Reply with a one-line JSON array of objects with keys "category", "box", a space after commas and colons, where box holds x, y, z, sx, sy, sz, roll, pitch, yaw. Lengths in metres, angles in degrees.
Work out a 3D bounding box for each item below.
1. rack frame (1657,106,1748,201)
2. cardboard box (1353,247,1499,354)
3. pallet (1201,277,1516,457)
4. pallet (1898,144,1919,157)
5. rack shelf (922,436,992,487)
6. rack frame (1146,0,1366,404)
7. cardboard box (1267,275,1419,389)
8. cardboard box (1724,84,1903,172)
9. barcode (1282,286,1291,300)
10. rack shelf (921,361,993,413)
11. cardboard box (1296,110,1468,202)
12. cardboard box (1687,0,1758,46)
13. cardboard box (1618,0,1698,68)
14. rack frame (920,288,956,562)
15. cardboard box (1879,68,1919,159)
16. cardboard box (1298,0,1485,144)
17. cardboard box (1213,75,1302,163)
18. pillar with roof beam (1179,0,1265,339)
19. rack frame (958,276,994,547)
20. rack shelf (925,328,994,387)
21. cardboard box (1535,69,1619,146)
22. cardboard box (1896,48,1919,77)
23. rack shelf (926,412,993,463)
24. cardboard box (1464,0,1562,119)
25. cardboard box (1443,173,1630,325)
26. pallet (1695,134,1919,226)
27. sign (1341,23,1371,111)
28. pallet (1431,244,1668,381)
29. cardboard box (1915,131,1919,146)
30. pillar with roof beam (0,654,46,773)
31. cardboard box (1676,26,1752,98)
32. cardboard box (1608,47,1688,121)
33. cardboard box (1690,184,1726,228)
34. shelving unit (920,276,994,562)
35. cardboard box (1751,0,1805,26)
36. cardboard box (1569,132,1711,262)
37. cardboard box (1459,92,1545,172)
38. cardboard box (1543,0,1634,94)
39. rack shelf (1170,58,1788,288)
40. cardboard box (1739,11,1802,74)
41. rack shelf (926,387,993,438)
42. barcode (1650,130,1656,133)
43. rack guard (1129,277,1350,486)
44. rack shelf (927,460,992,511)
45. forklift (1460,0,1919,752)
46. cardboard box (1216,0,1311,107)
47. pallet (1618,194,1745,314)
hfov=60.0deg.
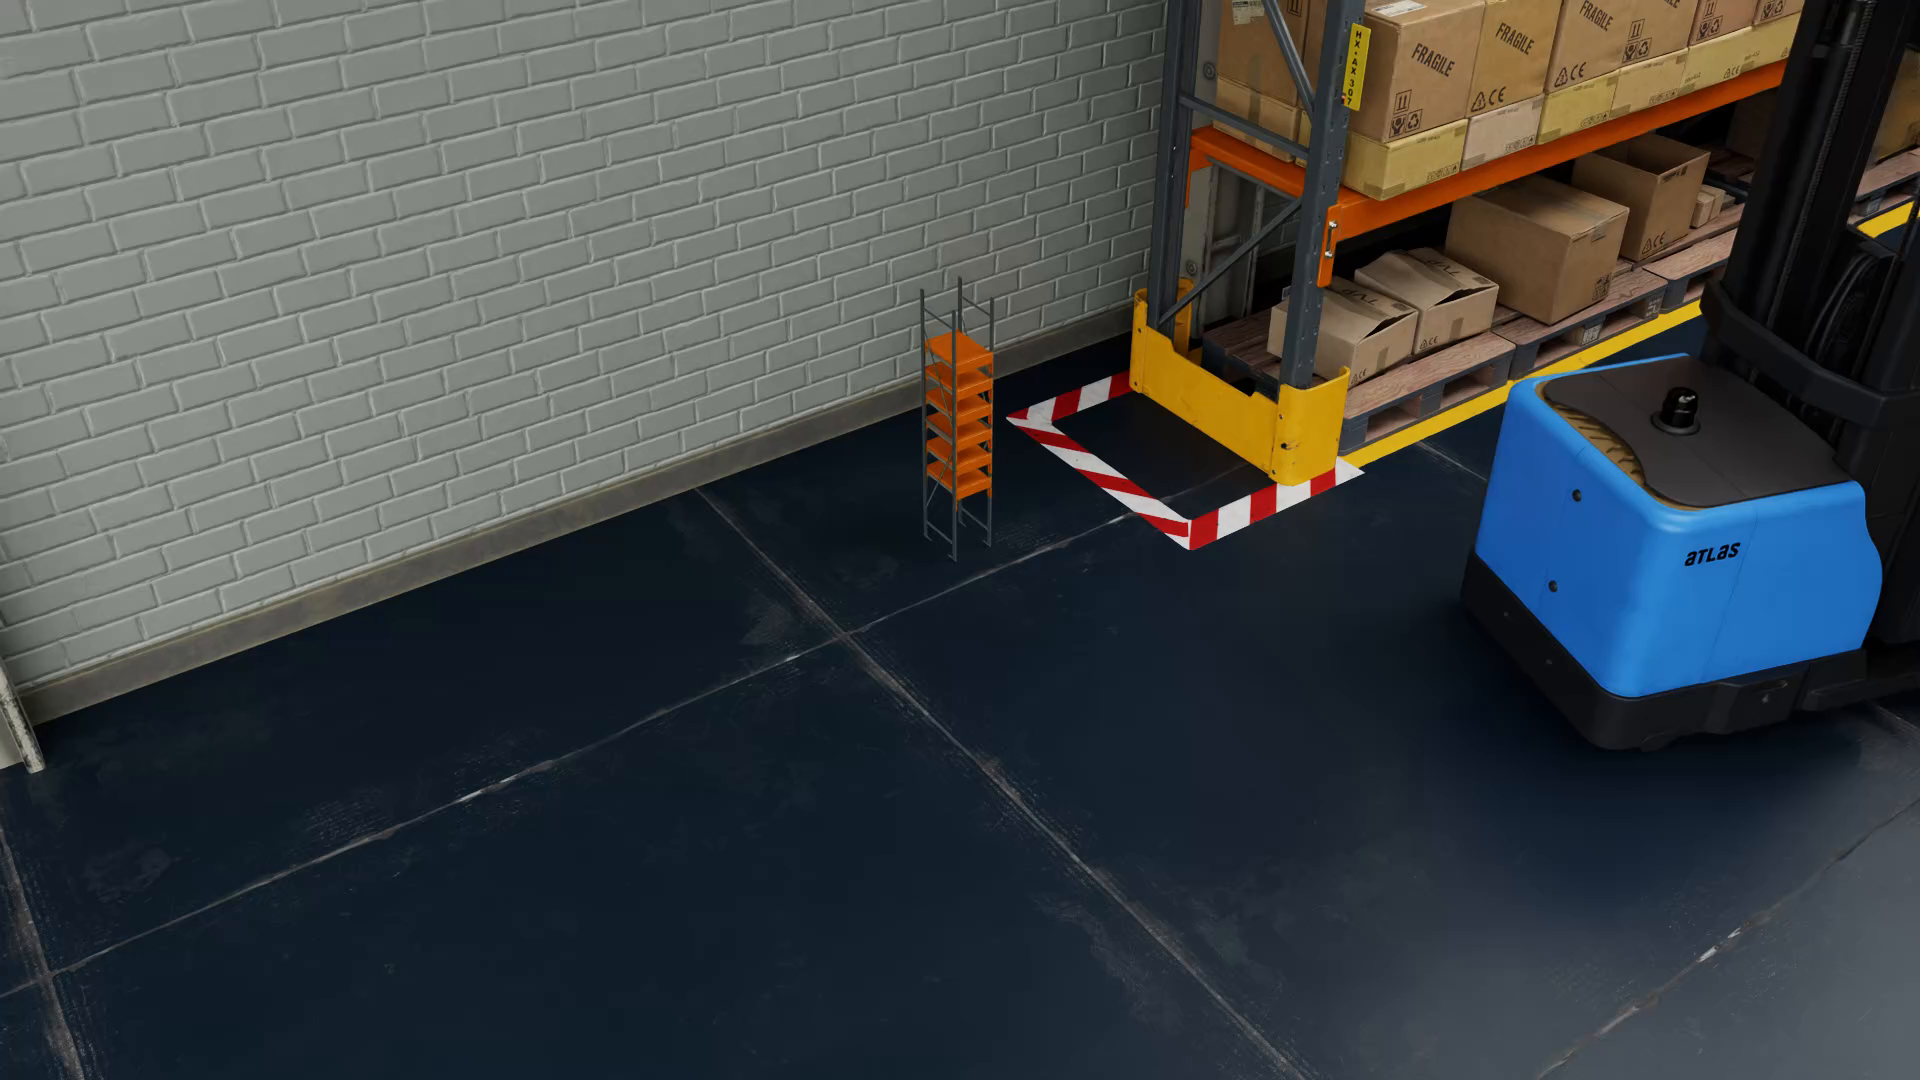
[{"category": "rack frame", "box": [4.504, -3.106, 8.999, 0.127, 3.000, 1.000, -22, 41, -28]}, {"category": "cardboard box", "box": [2.318, -1.229, 8.315, 0.500, 0.311, 0.500, -19, 40, -24]}, {"category": "pallet", "box": [1.981, -0.910, 8.334, 1.213, 0.211, 1.003, -22, 41, -28]}, {"category": "pallet", "box": [6.138, -2.649, 10.752, 1.213, 0.211, 1.003, -22, 41, -28]}, {"category": "rack shelf", "box": [-0.012, -0.349, 6.989, 0.180, 0.103, 0.258, -22, 41, -28]}, {"category": "rack frame", "box": [1.235, -1.760, 7.128, 0.127, 3.000, 1.000, -22, 41, -28]}, {"category": "cardboard box", "box": [1.852, -1.037, 8.049, 0.500, 0.311, 0.500, -28, 44, -33]}, {"category": "cardboard box", "box": [5.097, -2.525, 9.956, 0.500, 0.500, 0.700, -21, 41, -26]}, {"category": "barcode", "box": [1.637, -1.238, 8.320, 0.075, 0.075, 0.001, -22, 41, -28]}, {"category": "rack shelf", "box": [-0.012, -0.641, 6.779, 0.180, 0.103, 0.258, -22, 41, -28]}, {"category": "cardboard box", "box": [1.817, -1.720, 7.184, 0.500, 0.250, 0.500, -24, 42, -29]}, {"category": "cardboard box", "box": [3.474, -2.716, 7.926, 0.500, 0.500, 0.500, -24, 42, -29]}, {"category": "cardboard box", "box": [3.049, -2.540, 7.682, 0.500, 0.500, 0.500, -21, 41, -27]}, {"category": "rack frame", "box": [-0.087, -0.451, 6.850, 0.006, 1.200, 0.240, -22, 41, -28]}, {"category": "cardboard box", "box": [5.490, -2.723, 10.231, 0.500, 0.500, 0.700, -23, 42, -29]}, {"category": "cardboard box", "box": [1.798, -2.029, 6.971, 0.500, 0.500, 0.500, -22, 41, -28]}, {"category": "cardboard box", "box": [1.505, -1.957, 7.513, 0.500, 0.250, 0.500, -22, 41, -27]}, {"category": "pillar with roof beam", "box": [3.789, -2.789, 3.421, 0.400, 9.000, 9.100, -22, 41, -28]}, {"category": "rack frame", "box": [0.063, -0.513, 6.936, 0.006, 1.200, 0.240, -22, 41, -28]}, {"category": "rack shelf", "box": [-0.012, -0.738, 6.709, 0.180, 0.103, 0.258, -22, 41, -28]}, {"category": "cardboard box", "box": [2.653, -2.070, 7.670, 0.500, 0.250, 0.500, -23, 42, -29]}, {"category": "cardboard box", "box": [5.455, -2.979, 9.945, 0.500, 0.250, 0.500, -23, 42, -29]}, {"category": "rack shelf", "box": [-0.012, -0.446, 6.919, 0.180, 0.103, 0.258, -22, 41, -28]}, {"category": "cardboard box", "box": [2.208, -2.190, 7.196, 0.500, 0.500, 0.500, -22, 41, -28]}, {"category": "cardboard box", "box": [2.947, -1.528, 8.570, 0.500, 0.500, 0.700, -25, 43, -31]}, {"category": "pallet", "box": [5.140, -2.236, 10.178, 1.213, 0.211, 1.003, -22, 41, -28]}, {"category": "sign", "box": [1.548, -1.853, 6.516, 0.005, 0.325, 0.100, -22, 41, -28]}, {"category": "pallet", "box": [2.978, -1.318, 8.902, 1.213, 0.211, 1.003, -22, 41, -28]}, {"category": "cardboard box", "box": [5.930, -2.875, 10.442, 0.500, 0.500, 0.700, -22, 41, -27]}, {"category": "pillar with roof beam", "box": [-1.116, -0.771, 0.615, 0.400, 9.000, 9.100, -22, 41, -28]}, {"category": "cardboard box", "box": [3.478, -2.409, 8.141, 0.500, 0.250, 0.500, -23, 41, -28]}, {"category": "cardboard box", "box": [3.067, -2.239, 7.905, 0.500, 0.250, 0.500, -22, 41, -27]}, {"category": "cardboard box", "box": [4.084, -1.940, 9.428, 0.250, 0.166, 0.380, -28, 44, -33]}, {"category": "shelving unit", "box": [-0.012, -0.482, 6.893, 0.189, 1.200, 0.258, -22, 41, -28]}, {"category": "cardboard box", "box": [3.892, -2.880, 8.154, 0.500, 0.500, 0.500, -23, 41, -28]}, {"category": "cardboard box", "box": [3.679, -1.901, 9.088, 0.500, 0.500, 0.500, -26, 43, -31]}, {"category": "cardboard box", "box": [2.233, -1.901, 7.436, 0.500, 0.250, 0.500, -24, 42, -29]}, {"category": "cardboard box", "box": [2.634, -2.361, 7.433, 0.500, 0.500, 0.500, -24, 42, -29]}, {"category": "rack shelf", "box": [2.870, -2.141, 8.274, 4.000, 0.370, 1.077, -22, 41, -28]}, {"category": "cardboard box", "box": [3.880, -2.585, 8.387, 0.500, 0.250, 0.500, -22, 41, -28]}, {"category": "rack shelf", "box": [-0.012, -0.544, 6.849, 0.180, 0.103, 0.258, -22, 41, -28]}, {"category": "barcode", "box": [3.925, -2.332, 9.414, 0.075, 0.075, 0.001, -22, 41, -28]}, {"category": "rack guard", "box": [1.297, -0.771, 7.894, 0.348, 0.500, 1.175, -22, 41, -28]}, {"category": "rack shelf", "box": [-0.012, -0.251, 7.059, 0.180, 0.103, 0.258, -22, 41, -28]}, {"category": "forklift", "box": [3.622, -0.898, 5.988, 3.031, 2.935, 1.130, -10, 37, -14]}, {"category": "cardboard box", "box": [1.498, -2.272, 7.309, 0.500, 0.500, 0.500, -23, 42, -28]}, {"category": "pallet", "box": [3.976, -1.731, 9.476, 1.213, 0.211, 1.003, -22, 41, -28]}]
